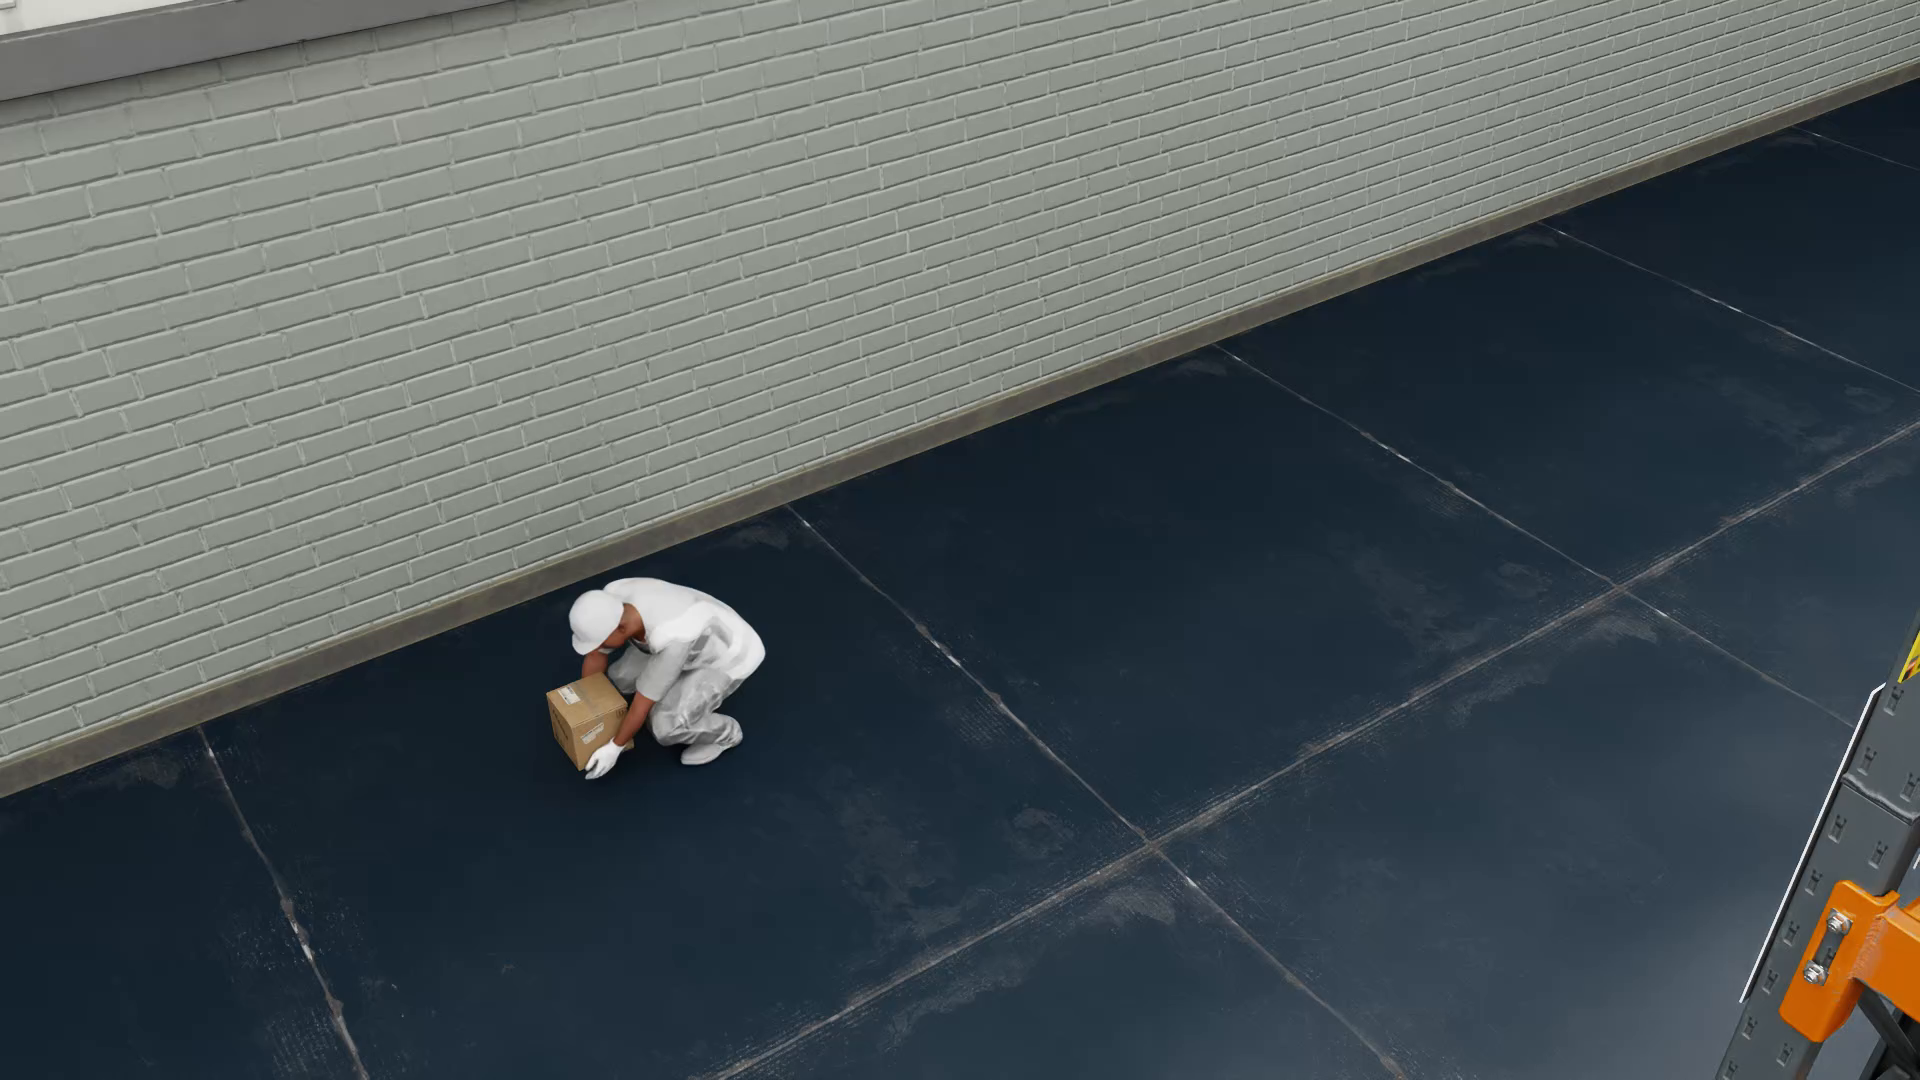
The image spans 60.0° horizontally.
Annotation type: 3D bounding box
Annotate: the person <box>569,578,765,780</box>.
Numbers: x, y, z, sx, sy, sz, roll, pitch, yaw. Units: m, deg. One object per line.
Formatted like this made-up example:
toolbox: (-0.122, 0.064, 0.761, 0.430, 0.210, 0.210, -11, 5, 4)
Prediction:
person: (-1.254, 0.508, 6.967, 0.891, 0.994, 0.567, -23, 42, -28)
